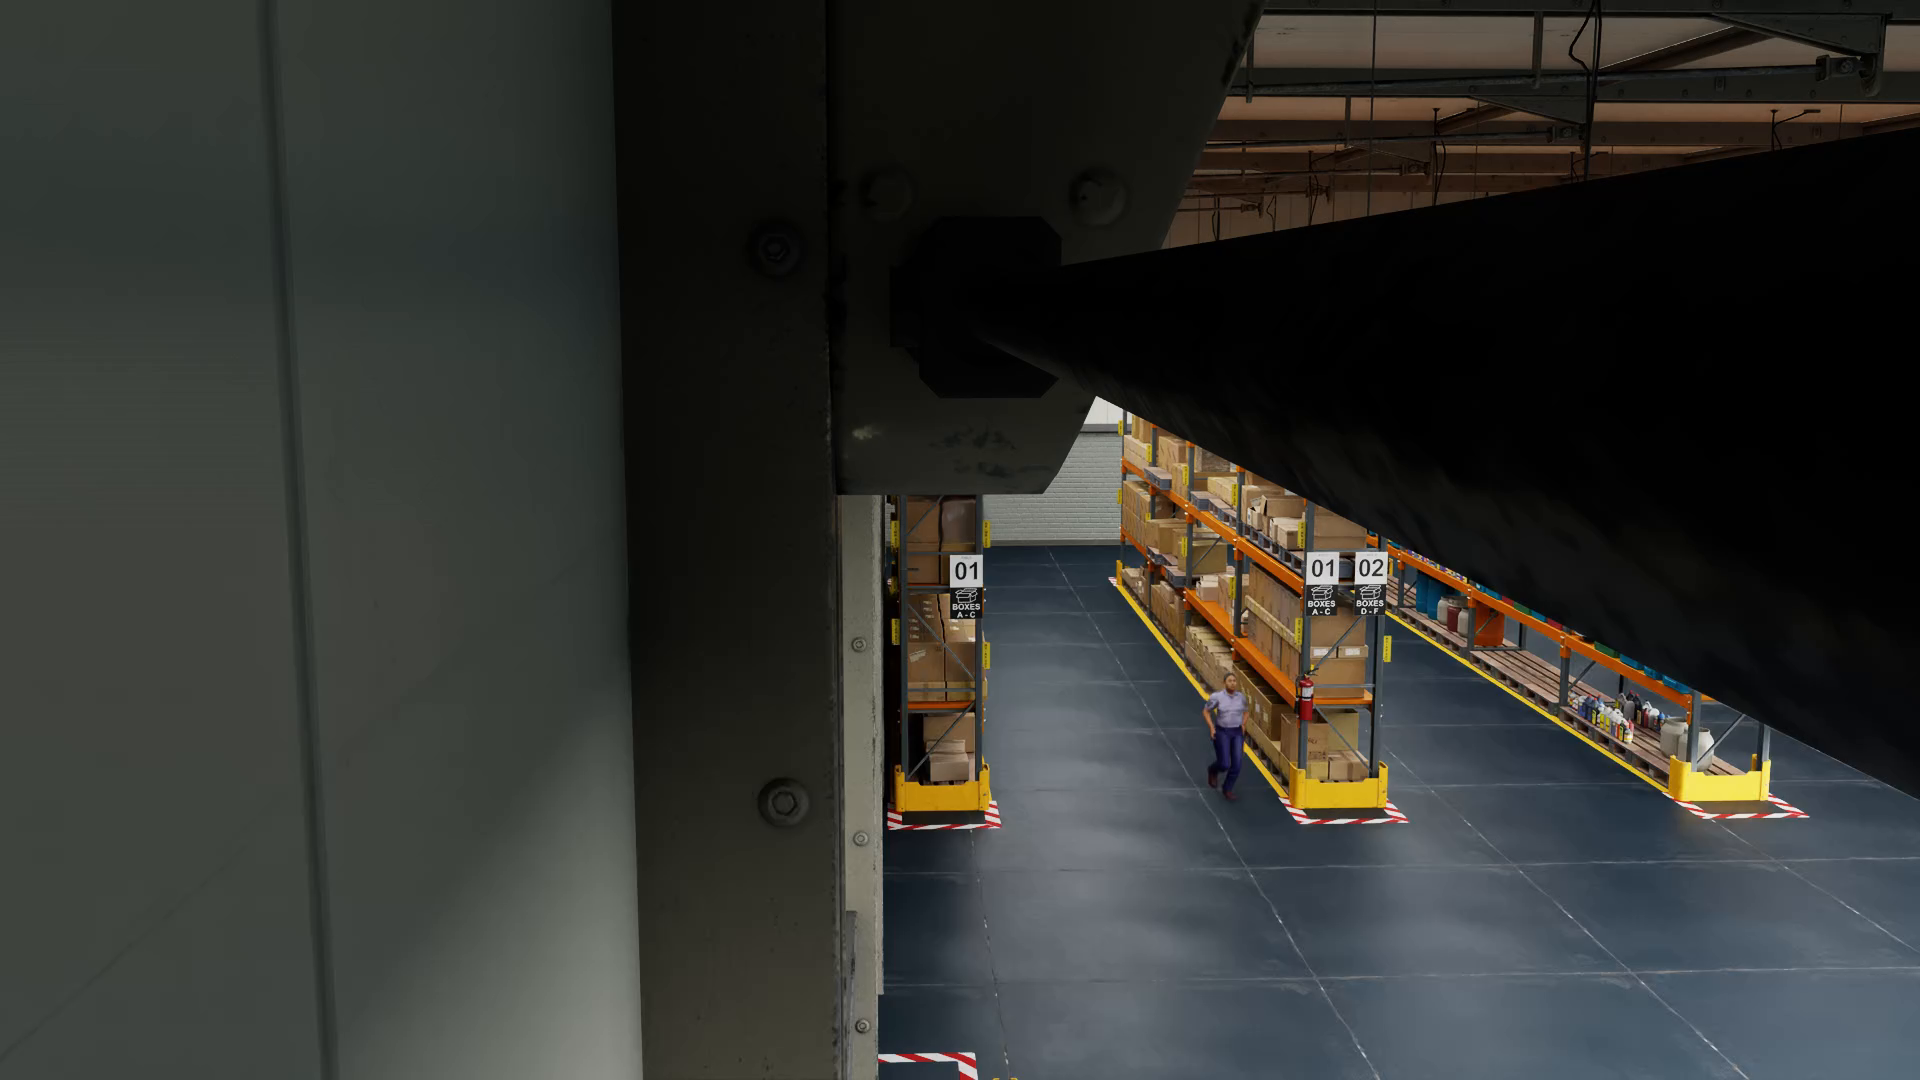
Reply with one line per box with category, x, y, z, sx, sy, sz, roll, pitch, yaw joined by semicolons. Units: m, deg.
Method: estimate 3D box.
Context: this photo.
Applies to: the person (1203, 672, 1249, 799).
person;3.391;2.472;20.990;0.583;1.583;0.527;-2;9;-11
